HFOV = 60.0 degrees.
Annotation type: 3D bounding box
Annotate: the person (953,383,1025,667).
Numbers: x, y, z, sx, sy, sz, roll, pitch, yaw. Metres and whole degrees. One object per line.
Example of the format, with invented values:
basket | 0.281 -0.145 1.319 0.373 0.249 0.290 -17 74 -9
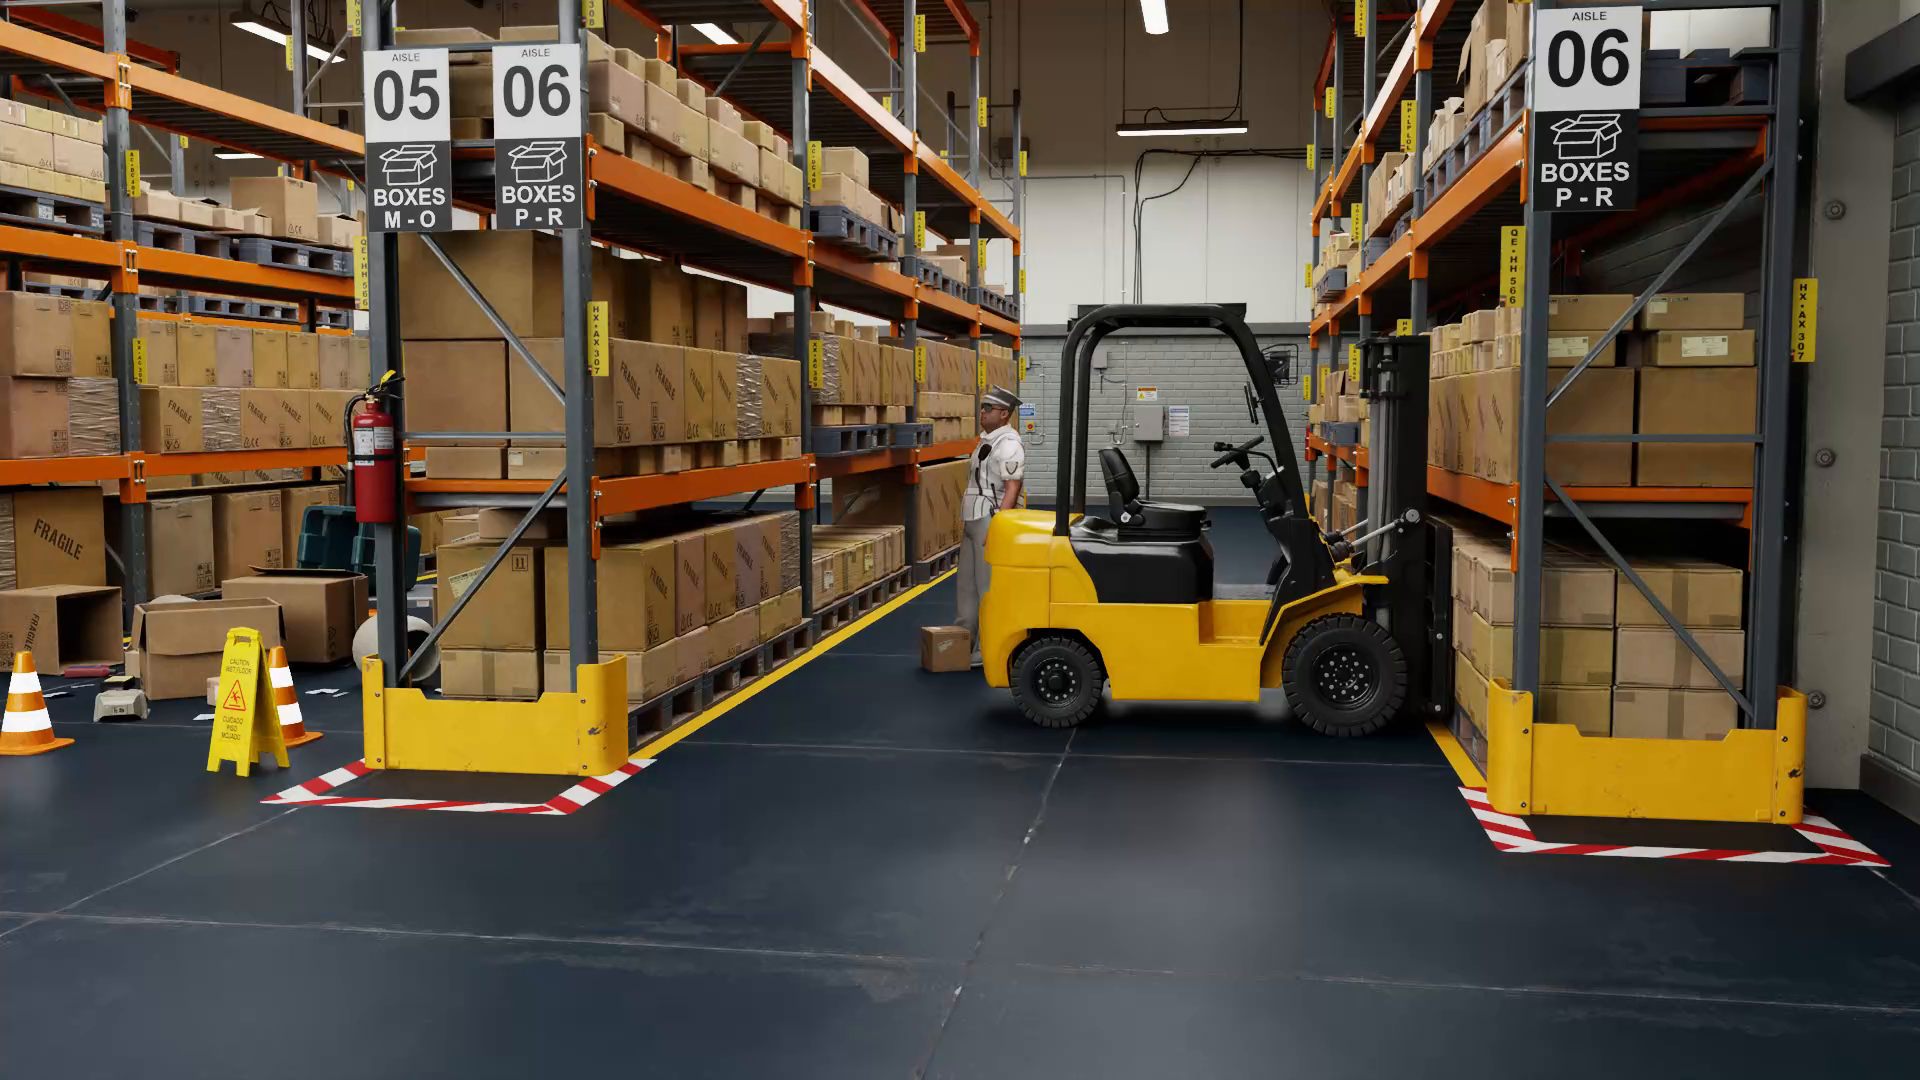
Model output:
person | 0.107 -0.094 10.499 0.575 1.780 0.640 -1 5 -16
